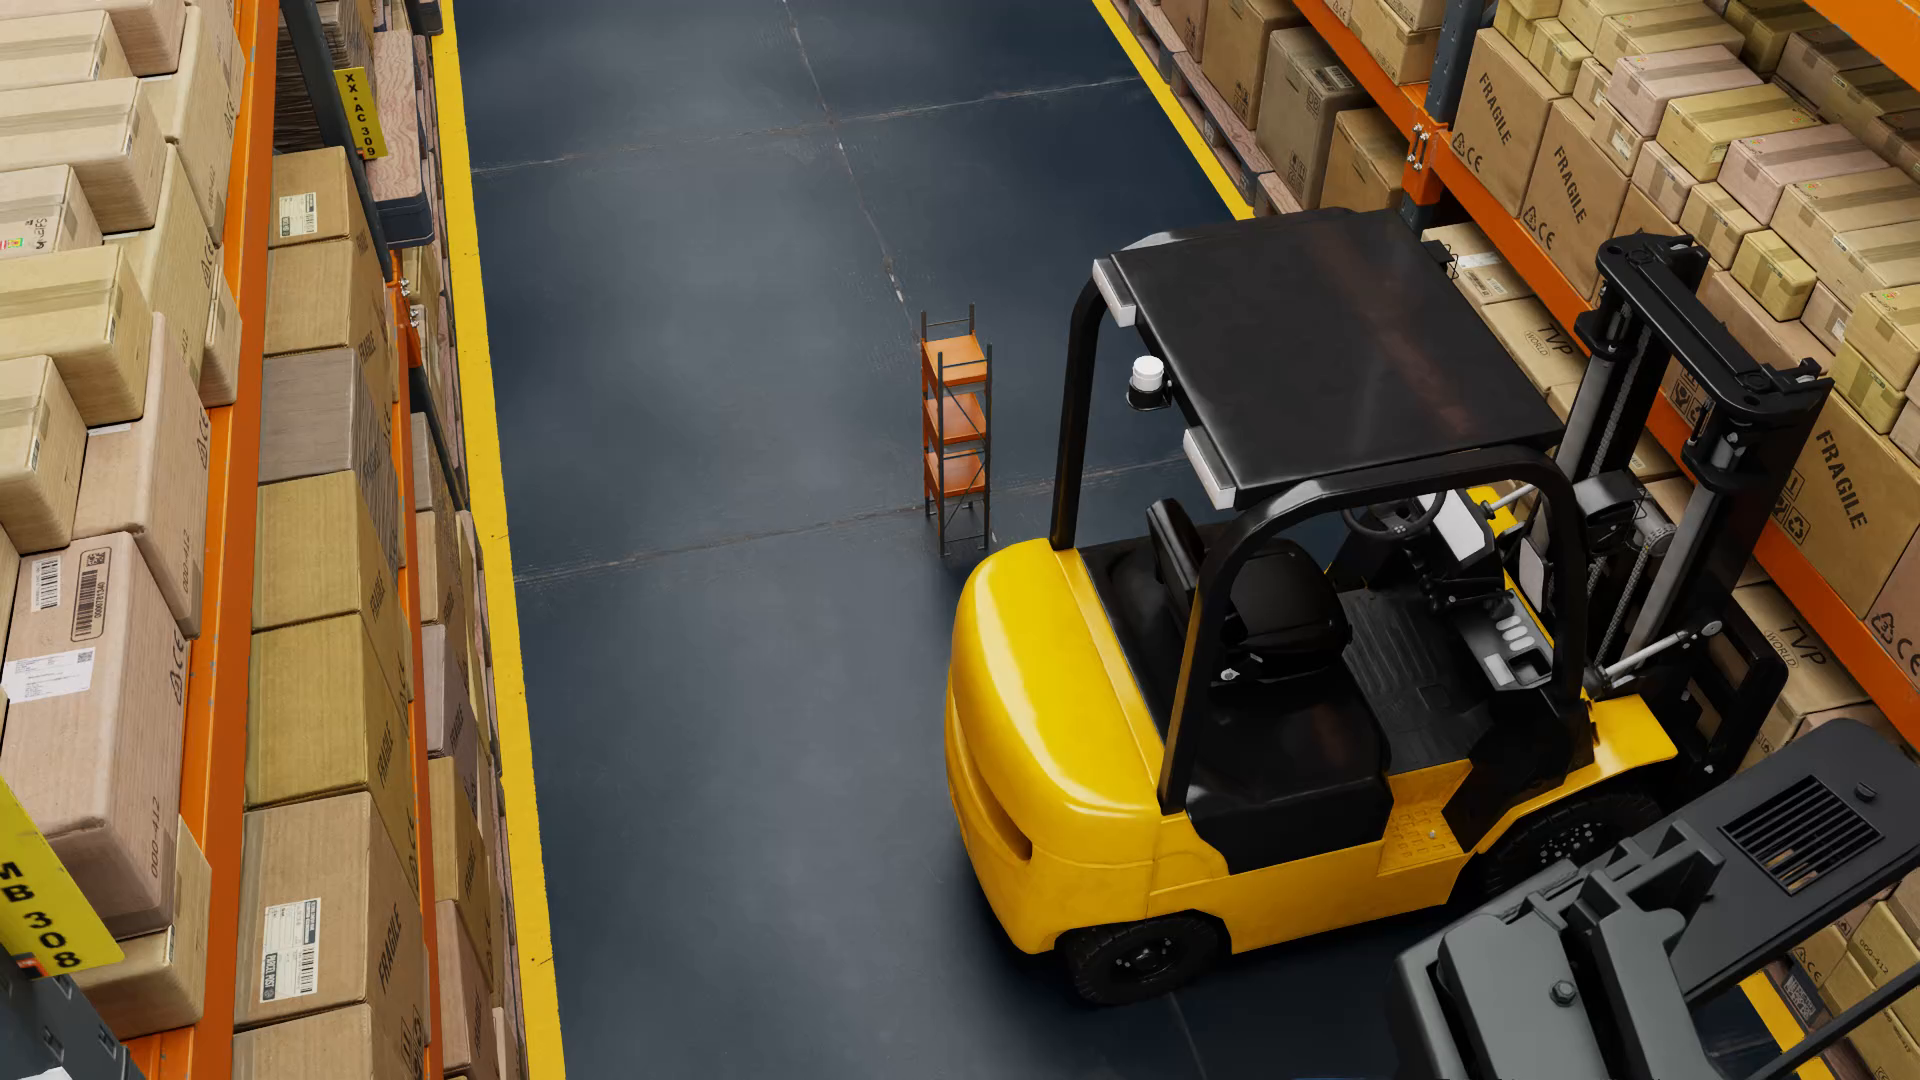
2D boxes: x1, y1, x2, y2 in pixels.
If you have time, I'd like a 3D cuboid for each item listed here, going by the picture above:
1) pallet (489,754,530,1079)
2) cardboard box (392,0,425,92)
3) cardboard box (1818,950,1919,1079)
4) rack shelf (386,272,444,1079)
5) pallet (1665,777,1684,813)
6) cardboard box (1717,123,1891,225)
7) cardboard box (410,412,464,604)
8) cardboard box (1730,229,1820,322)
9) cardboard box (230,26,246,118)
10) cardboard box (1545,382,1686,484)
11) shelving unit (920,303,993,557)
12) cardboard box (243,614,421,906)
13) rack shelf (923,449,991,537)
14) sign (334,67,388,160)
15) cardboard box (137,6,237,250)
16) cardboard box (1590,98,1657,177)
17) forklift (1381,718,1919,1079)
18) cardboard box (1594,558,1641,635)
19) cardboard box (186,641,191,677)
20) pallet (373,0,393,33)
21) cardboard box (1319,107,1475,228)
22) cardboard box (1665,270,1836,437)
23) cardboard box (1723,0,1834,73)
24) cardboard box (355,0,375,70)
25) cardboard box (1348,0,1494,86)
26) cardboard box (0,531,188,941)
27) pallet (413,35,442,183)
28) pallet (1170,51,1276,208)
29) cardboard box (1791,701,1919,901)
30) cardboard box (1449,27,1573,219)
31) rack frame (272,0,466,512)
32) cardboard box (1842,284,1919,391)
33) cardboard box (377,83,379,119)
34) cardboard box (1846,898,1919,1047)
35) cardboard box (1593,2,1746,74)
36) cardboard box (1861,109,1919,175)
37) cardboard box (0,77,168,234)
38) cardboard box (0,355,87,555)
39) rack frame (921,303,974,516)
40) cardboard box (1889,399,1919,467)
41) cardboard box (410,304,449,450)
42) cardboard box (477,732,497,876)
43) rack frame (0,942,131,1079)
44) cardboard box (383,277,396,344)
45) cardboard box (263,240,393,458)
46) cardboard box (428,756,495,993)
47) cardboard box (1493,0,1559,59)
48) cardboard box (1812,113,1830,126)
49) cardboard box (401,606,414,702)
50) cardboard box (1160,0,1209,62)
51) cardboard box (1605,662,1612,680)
[{"bbox_3d":[-1.946,1.303,5.325,1.003,0.211,1.213,-11,47,-10],"label":"pallet"},{"bbox_3d":[-3.357,-2.571,8.715,0.950,0.372,0.625,-14,47,-13],"label":"cardboard box"},{"bbox_3d":[2.927,1.426,4.883,0.500,0.250,0.500,-10,46,-10],"label":"cardboard box"},{"bbox_3d":[-1.956,0.658,4.508,1.077,0.370,4.000,-11,47,-10],"label":"rack shelf"},{"bbox_3d":[2.808,0.492,6.120,1.003,0.211,1.213,-11,47,-10],"label":"pallet"},{"bbox_3d":[2.530,-1.101,4.997,0.380,0.149,0.250,-11,47,-10],"label":"cardboard box"},{"bbox_3d":[-2.058,-0.062,5.816,0.500,0.500,0.500,-11,47,-11],"label":"cardboard box"},{"bbox_3d":[2.533,-0.807,4.916,0.380,0.149,0.250,-12,47,-11],"label":"cardboard box"},{"bbox_3d":[-1.843,-1.061,3.765,0.380,0.149,0.250,-10,46,-9],"label":"cardboard box"},{"bbox_3d":[2.409,-0.331,5.905,0.500,0.250,0.500,-9,46,-9],"label":"cardboard box"},{"bbox_3d":[-0.014,-0.404,6.411,0.215,1.050,0.252,-11,47,-10],"label":"shelving unit"},{"bbox_3d":[-1.565,0.562,3.821,0.500,0.500,0.500,-12,47,-11],"label":"cardboard box"},{"bbox_3d":[-0.014,-0.202,6.617,0.215,0.259,0.240,-11,47,-10],"label":"rack shelf"},{"bbox_3d":[-1.946,-1.382,5.398,0.100,0.325,0.005,-11,47,-10],"label":"sign"},{"bbox_3d":[-1.704,-0.769,3.200,0.500,0.250,0.500,-10,46,-9],"label":"cardboard box"},{"bbox_3d":[2.309,-1.341,5.440,0.380,0.149,0.250,-10,46,-9],"label":"cardboard box"},{"bbox_3d":[1.462,1.518,3.210,3.031,2.935,1.130,-23,50,-21],"label":"forklift"},{"bbox_3d":[2.531,0.192,5.743,0.500,0.250,0.500,-11,47,-10],"label":"cardboard box"},{"bbox_3d":[-1.404,0.183,2.546,0.380,0.149,0.250,-10,46,-9],"label":"cardboard box"},{"bbox_3d":[-2.946,-2.309,7.047,1.003,0.211,1.213,-11,47,-10],"label":"pallet"},{"bbox_3d":[2.184,-1.558,7.546,0.875,0.625,0.625,-9,46,-9],"label":"cardboard box"},{"bbox_3d":[2.578,-0.508,5.078,0.500,0.500,0.500,-10,46,-10],"label":"cardboard box"},{"bbox_3d":[2.808,-1.724,5.607,0.380,0.149,0.250,-11,47,-11],"label":"cardboard box"},{"bbox_3d":[-2.440,-1.982,6.020,0.500,0.500,0.500,-11,47,-10],"label":"cardboard box"},{"bbox_3d":[1.947,-2.132,6.844,0.500,0.250,0.500,-10,46,-9],"label":"cardboard box"},{"bbox_3d":[-1.316,0.290,2.162,0.500,0.250,0.500,-11,47,-11],"label":"cardboard box"},{"bbox_3d":[-3.294,-2.220,8.778,1.003,0.211,1.213,-11,47,-10],"label":"pallet"},{"bbox_3d":[1.787,-2.254,8.811,1.003,0.211,1.213,-11,47,-10],"label":"pallet"},{"bbox_3d":[2.797,0.730,4.865,0.500,0.250,0.500,-10,46,-10],"label":"cardboard box"},{"bbox_3d":[2.190,-1.565,6.114,0.500,0.500,0.500,-12,47,-11],"label":"cardboard box"},{"bbox_3d":[-2.468,-0.974,5.604,1.000,3.000,0.127,-11,47,-10],"label":"rack frame"},{"bbox_3d":[2.634,-0.560,4.467,0.380,0.149,0.250,-10,46,-10],"label":"cardboard box"},{"bbox_3d":[-2.360,-1.647,6.145,0.380,0.149,0.250,-10,46,-9],"label":"cardboard box"},{"bbox_3d":[2.926,1.239,4.717,0.500,0.250,0.500,-11,47,-11],"label":"cardboard box"},{"bbox_3d":[2.352,-1.638,5.522,0.380,0.149,0.250,-11,47,-11],"label":"cardboard box"},{"bbox_3d":[2.999,-1.195,5.089,0.380,0.149,0.250,-11,47,-11],"label":"cardboard box"},{"bbox_3d":[-1.559,-0.627,2.782,0.380,0.149,0.250,-10,46,-9],"label":"cardboard box"},{"bbox_3d":[-1.423,-0.091,2.257,0.380,0.149,0.250,-11,47,-10],"label":"cardboard box"},{"bbox_3d":[-0.045,-0.489,6.494,0.200,1.050,0.008,-11,47,-10],"label":"rack frame"},{"bbox_3d":[2.725,-0.283,4.403,0.380,0.149,0.250,-12,47,-12],"label":"cardboard box"},{"bbox_3d":[-2.605,-0.563,6.747,0.950,0.372,0.625,-10,46,-10],"label":"cardboard box"},{"bbox_3d":[-1.786,0.918,5.381,0.500,0.250,0.500,-10,46,-10],"label":"cardboard box"},{"bbox_3d":[-1.444,-0.312,0.755,1.000,3.000,0.127,-11,47,-10],"label":"rack frame"},{"bbox_3d":[-2.091,-0.720,5.531,0.380,0.149,0.250,-11,47,-11],"label":"cardboard box"},{"bbox_3d":[-1.976,-0.498,4.859,0.500,0.500,0.500,-9,46,-9],"label":"cardboard box"},{"bbox_3d":[-1.649,1.009,4.767,0.500,0.500,0.500,-10,46,-10],"label":"cardboard box"},{"bbox_3d":[2.156,-1.878,5.966,0.380,0.149,0.250,-11,47,-11],"label":"cardboard box"},{"bbox_3d":[2.894,-1.260,5.360,0.380,0.149,0.250,-9,46,-9],"label":"cardboard box"},{"bbox_3d":[-1.691,0.334,4.498,0.380,0.149,0.250,-10,46,-10],"label":"cardboard box"},{"bbox_3d":[1.626,-3.079,9.036,0.875,0.625,0.625,-9,46,-9],"label":"cardboard box"},{"bbox_3d":[2.535,0.379,5.909,0.500,0.250,0.500,-9,46,-9],"label":"cardboard box"}]
